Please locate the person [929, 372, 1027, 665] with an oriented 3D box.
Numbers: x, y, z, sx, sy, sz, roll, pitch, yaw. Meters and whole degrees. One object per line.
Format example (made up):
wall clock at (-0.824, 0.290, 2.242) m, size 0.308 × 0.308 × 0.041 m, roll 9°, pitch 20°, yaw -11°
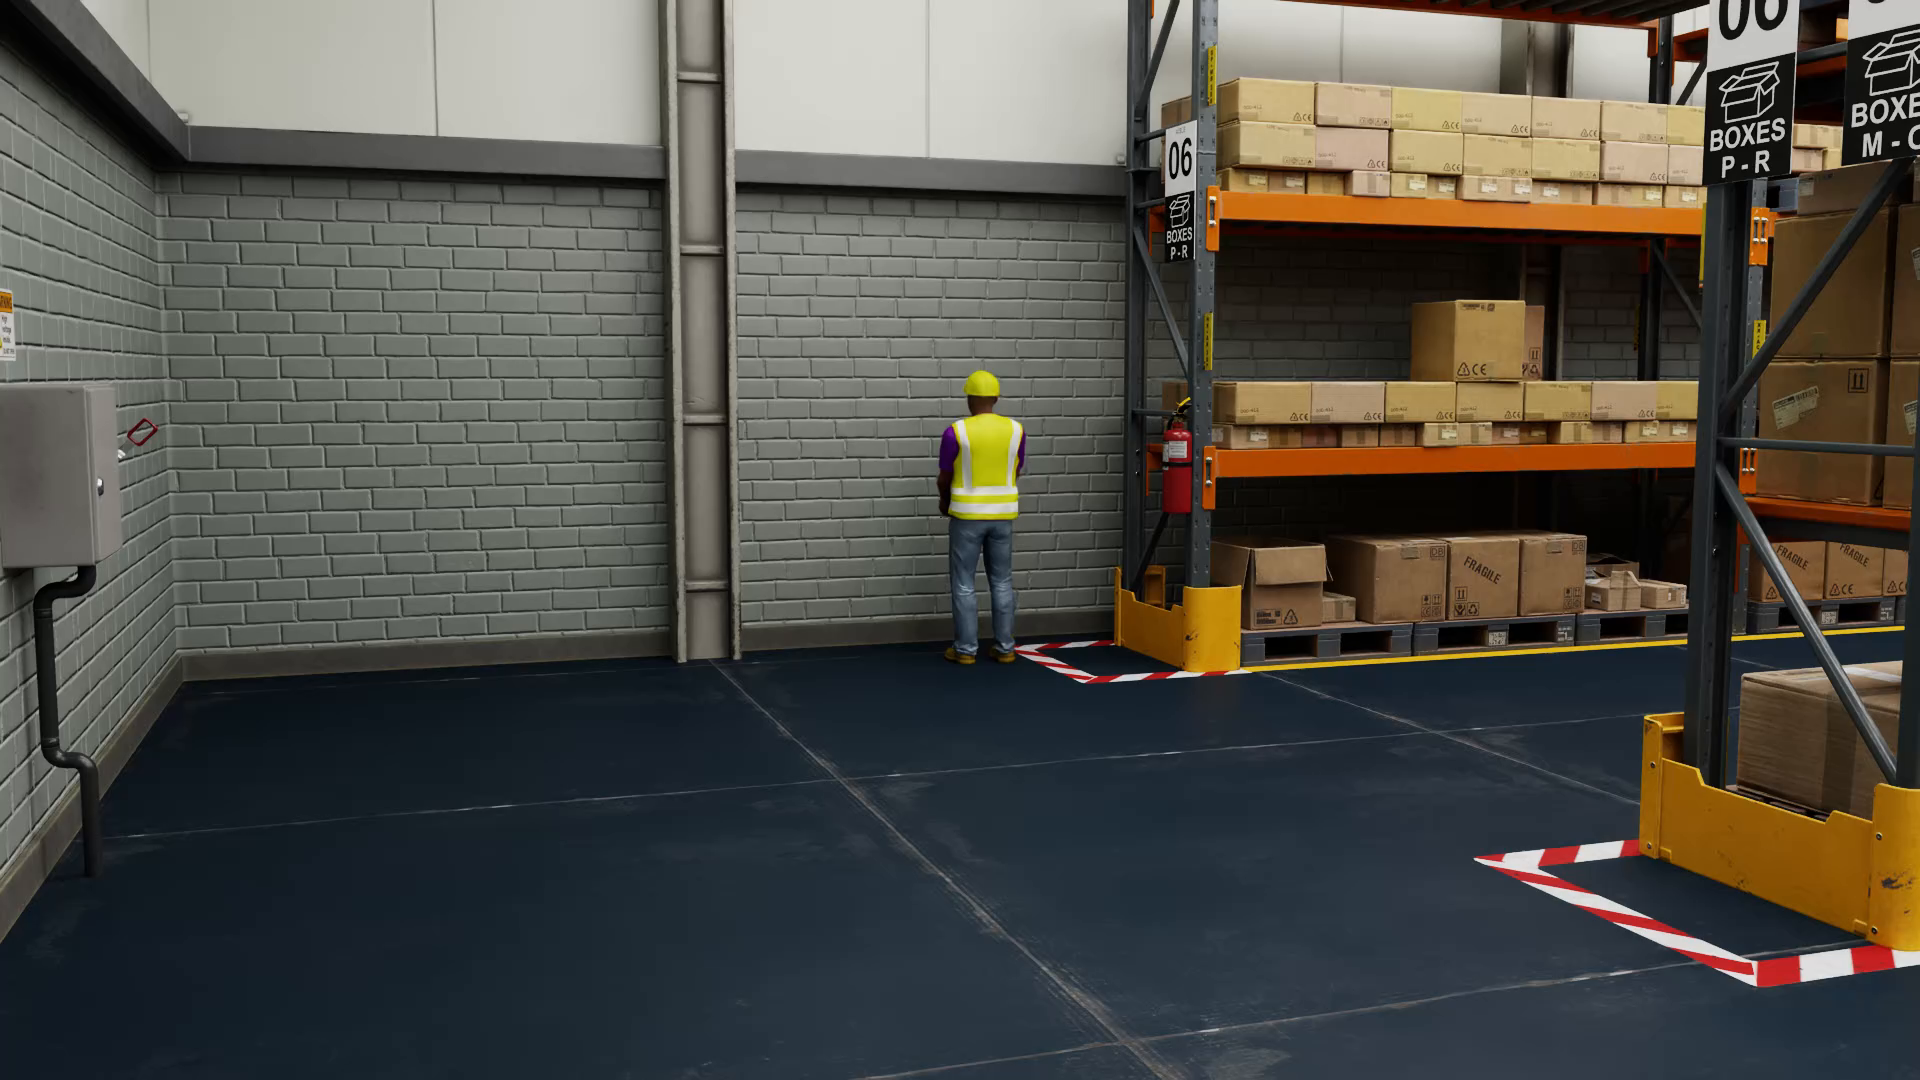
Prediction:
person at (0.106, -0.133, 10.086) m, size 0.633 × 1.759 × 0.462 m, roll -2°, pitch 6°, yaw -22°
